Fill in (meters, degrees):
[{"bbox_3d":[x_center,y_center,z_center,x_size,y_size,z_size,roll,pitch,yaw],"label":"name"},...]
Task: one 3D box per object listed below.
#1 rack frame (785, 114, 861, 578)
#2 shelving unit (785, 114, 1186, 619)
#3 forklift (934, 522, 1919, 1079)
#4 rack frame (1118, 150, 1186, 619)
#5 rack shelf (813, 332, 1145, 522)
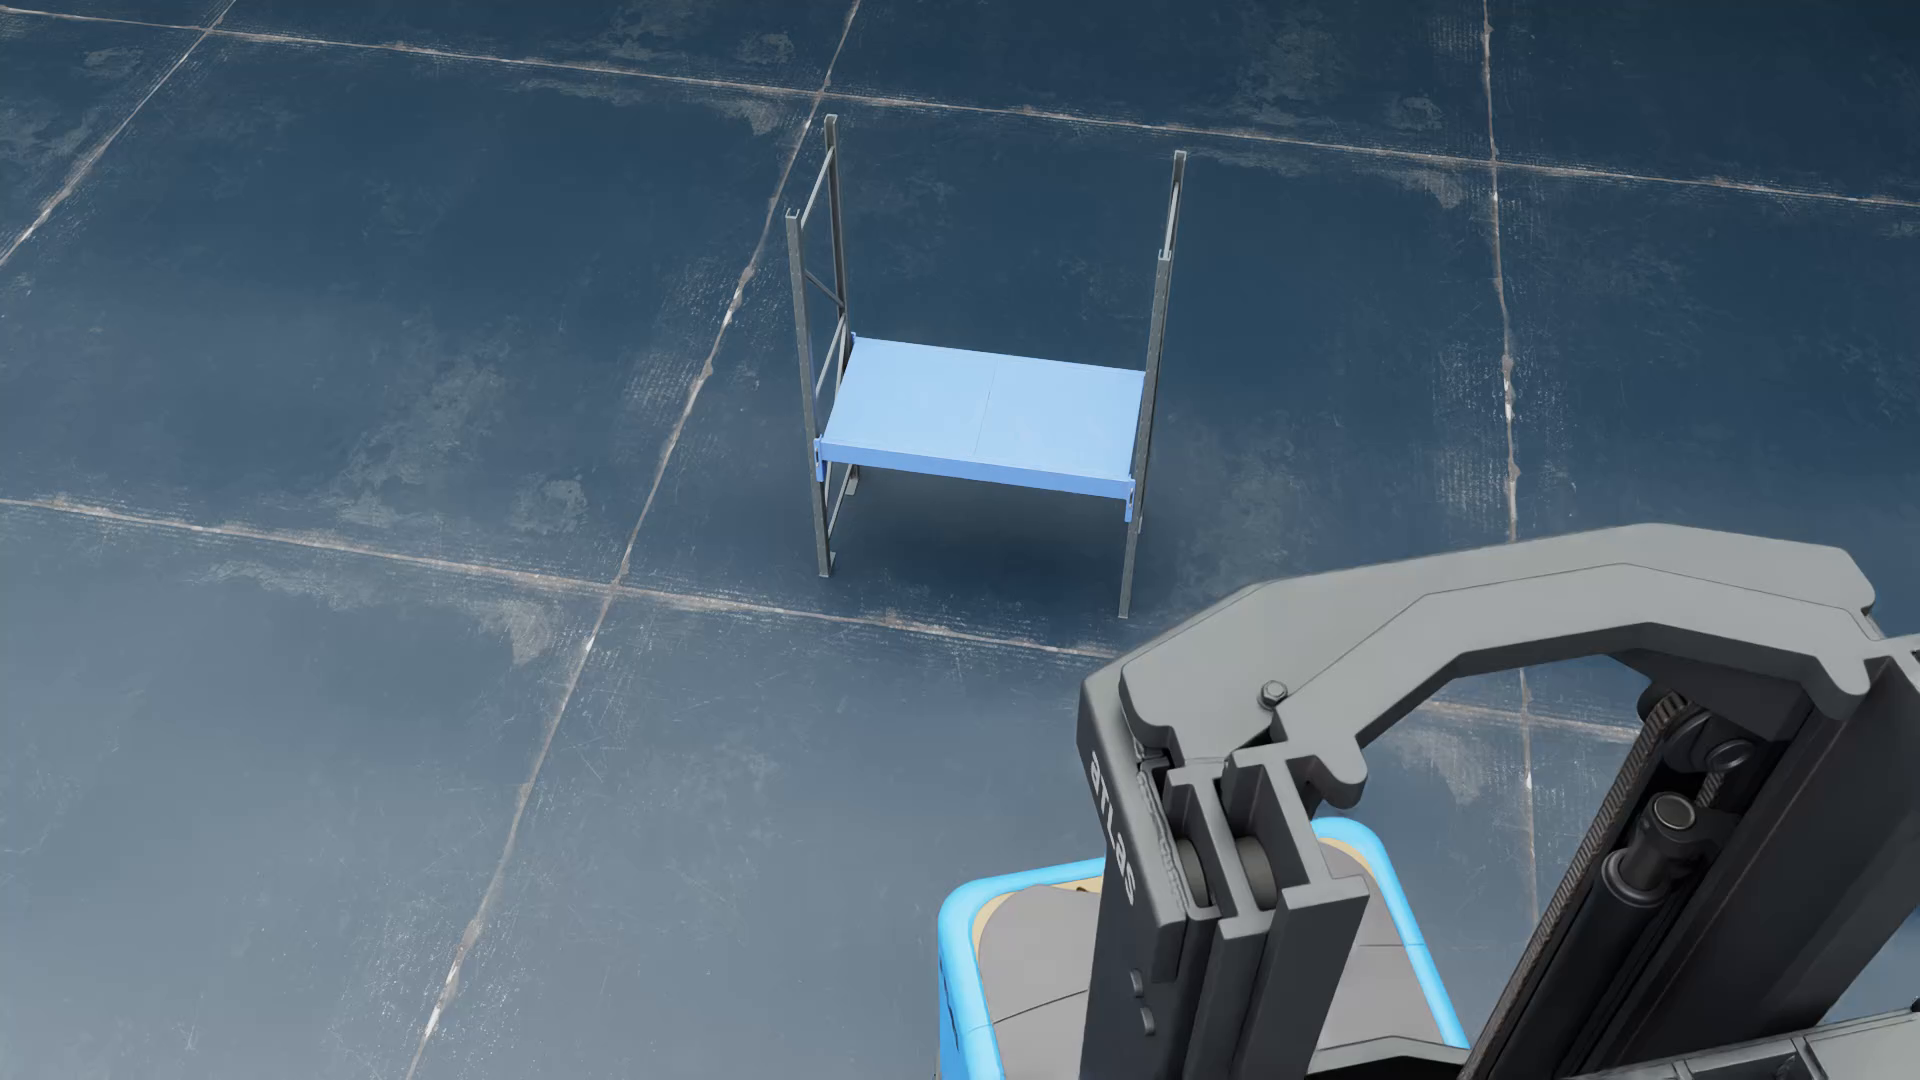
[{"bbox_3d":[-0.416,-0.557,5.242,0.032,1.500,0.500,8,49,7],"label":"rack frame"},{"bbox_3d":[0.084,-0.490,5.182,1.048,1.500,0.538,8,49,7],"label":"shelving unit"},{"bbox_3d":[0.732,1.501,2.431,1.130,2.935,3.031,-9,49,-8],"label":"forklift"},{"bbox_3d":[0.584,-0.423,5.122,0.032,1.500,0.500,8,49,7],"label":"rack frame"},{"bbox_3d":[0.084,-0.370,5.316,1.000,0.185,0.538,8,49,7],"label":"rack shelf"}]
